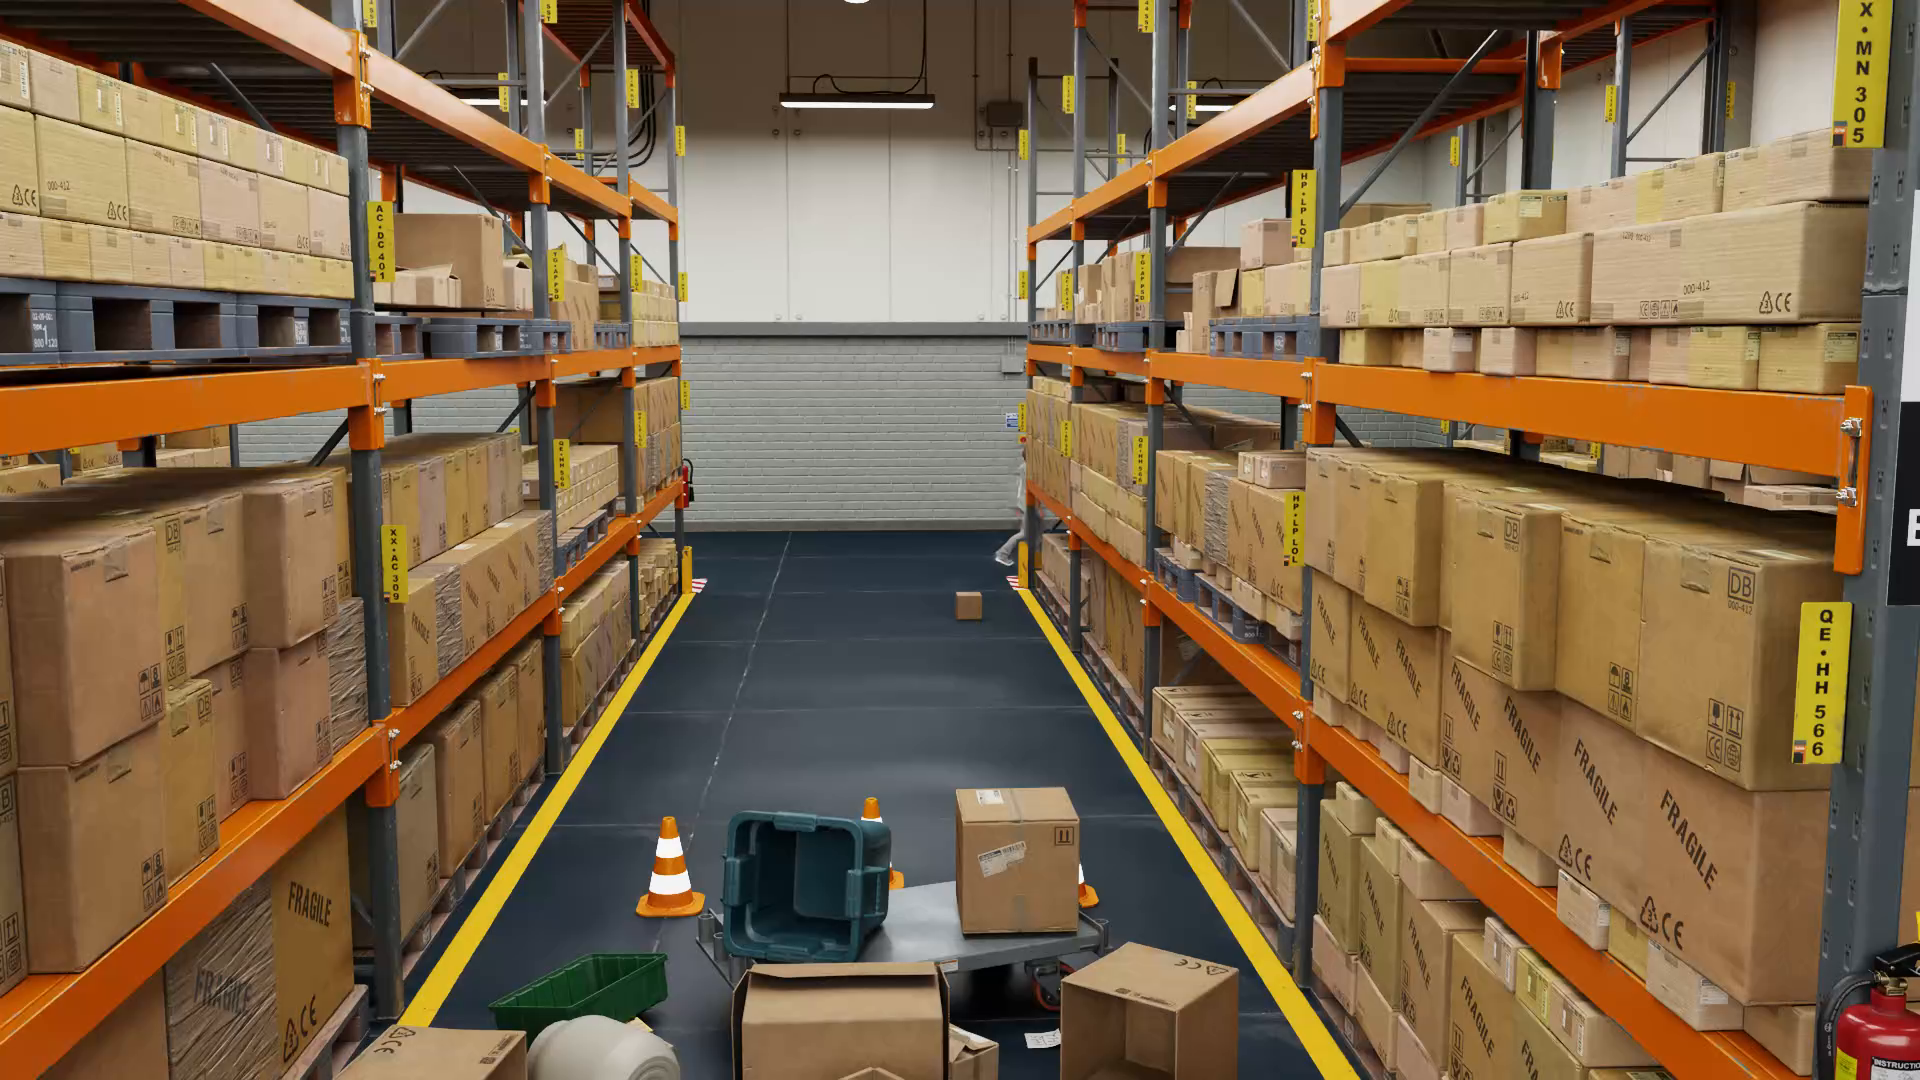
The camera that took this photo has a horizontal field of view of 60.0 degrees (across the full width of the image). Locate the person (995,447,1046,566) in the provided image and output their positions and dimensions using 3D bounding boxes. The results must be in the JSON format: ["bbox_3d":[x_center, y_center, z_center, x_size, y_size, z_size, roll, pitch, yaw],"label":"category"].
[{"bbox_3d":[0.857,-0.405,20.570,0.920,1.536,0.450,-2,7,-16],"label":"person"}]
